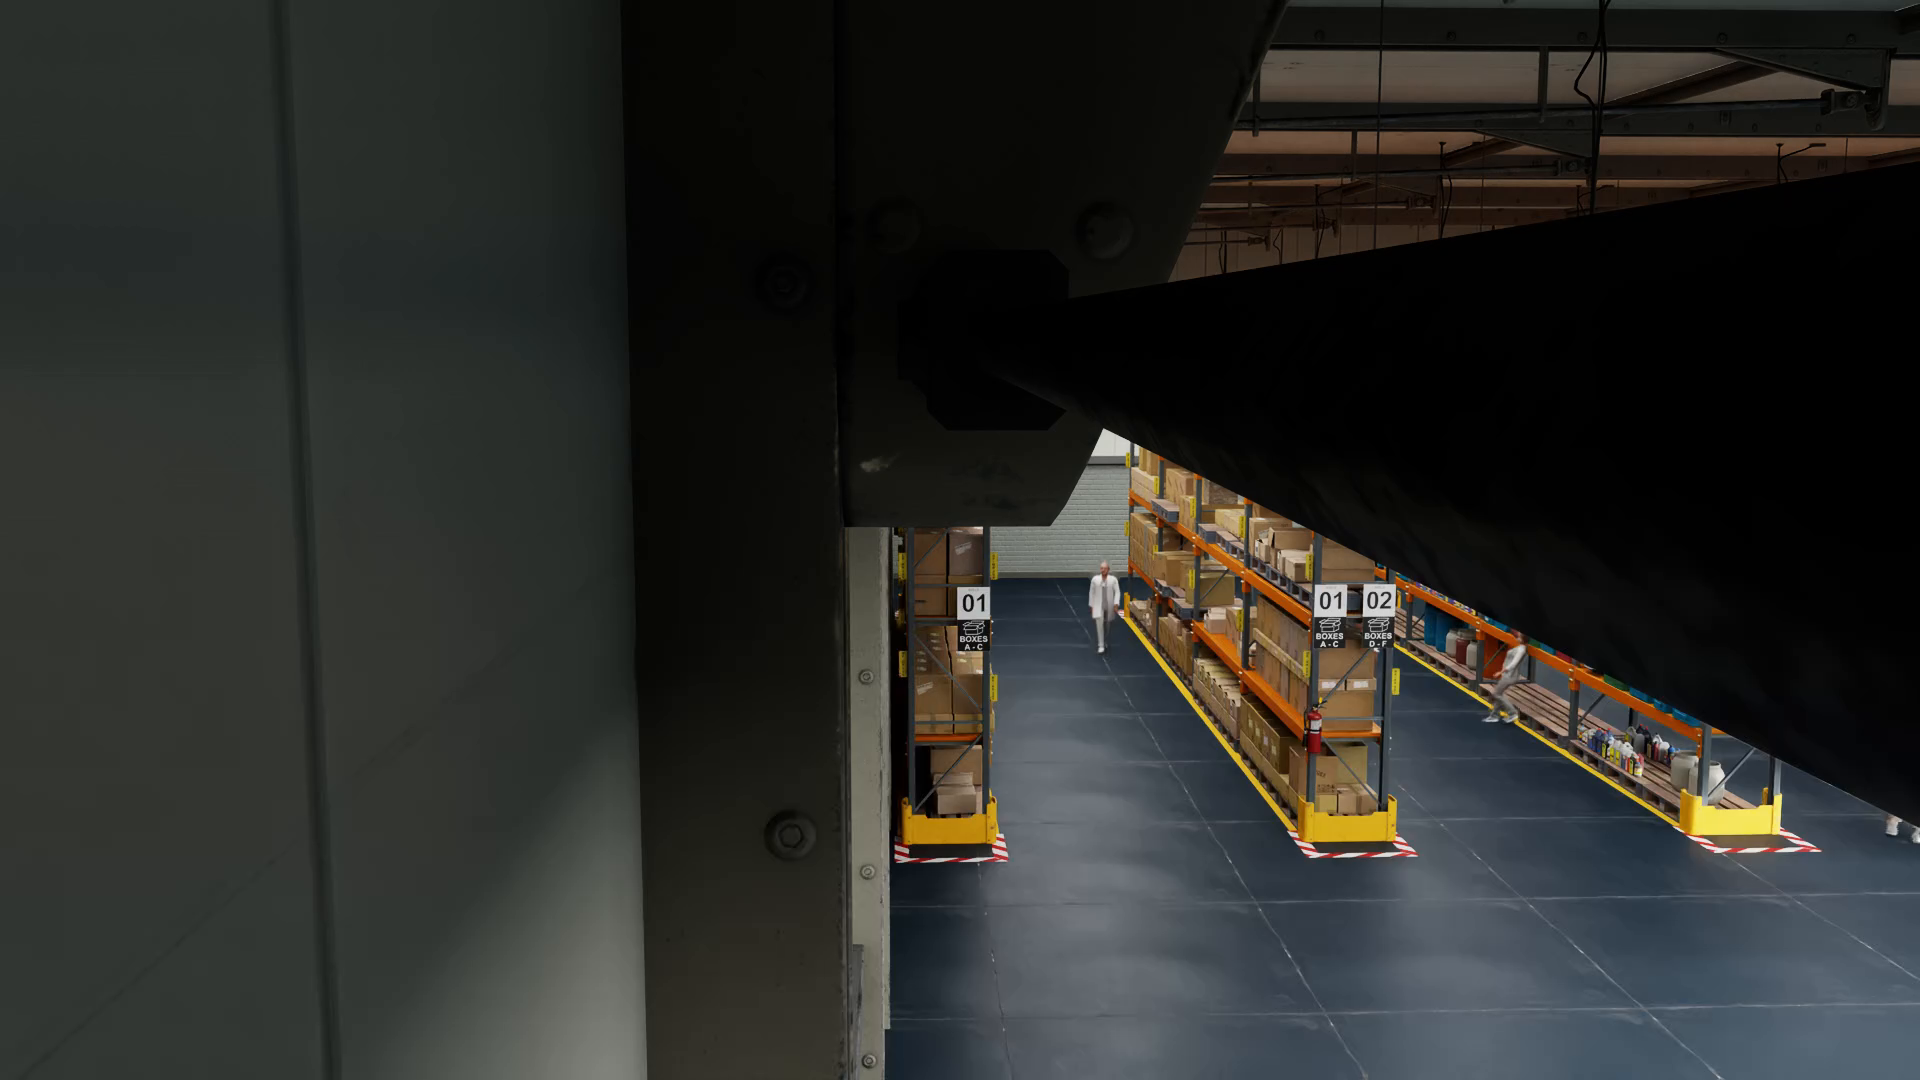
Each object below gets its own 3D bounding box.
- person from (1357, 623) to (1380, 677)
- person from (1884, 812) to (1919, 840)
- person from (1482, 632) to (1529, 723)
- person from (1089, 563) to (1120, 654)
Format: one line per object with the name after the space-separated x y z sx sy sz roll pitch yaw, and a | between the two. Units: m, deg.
6.402 2.069 26.580 0.618 1.778 0.427 6 9 38 | person
11.821 2.827 20.676 0.580 1.731 0.407 6 9 38 | person
8.700 2.201 26.528 0.674 1.553 0.442 3 8 20 | person
2.831 1.305 32.370 0.591 1.716 1.125 0 7 -4 | person
